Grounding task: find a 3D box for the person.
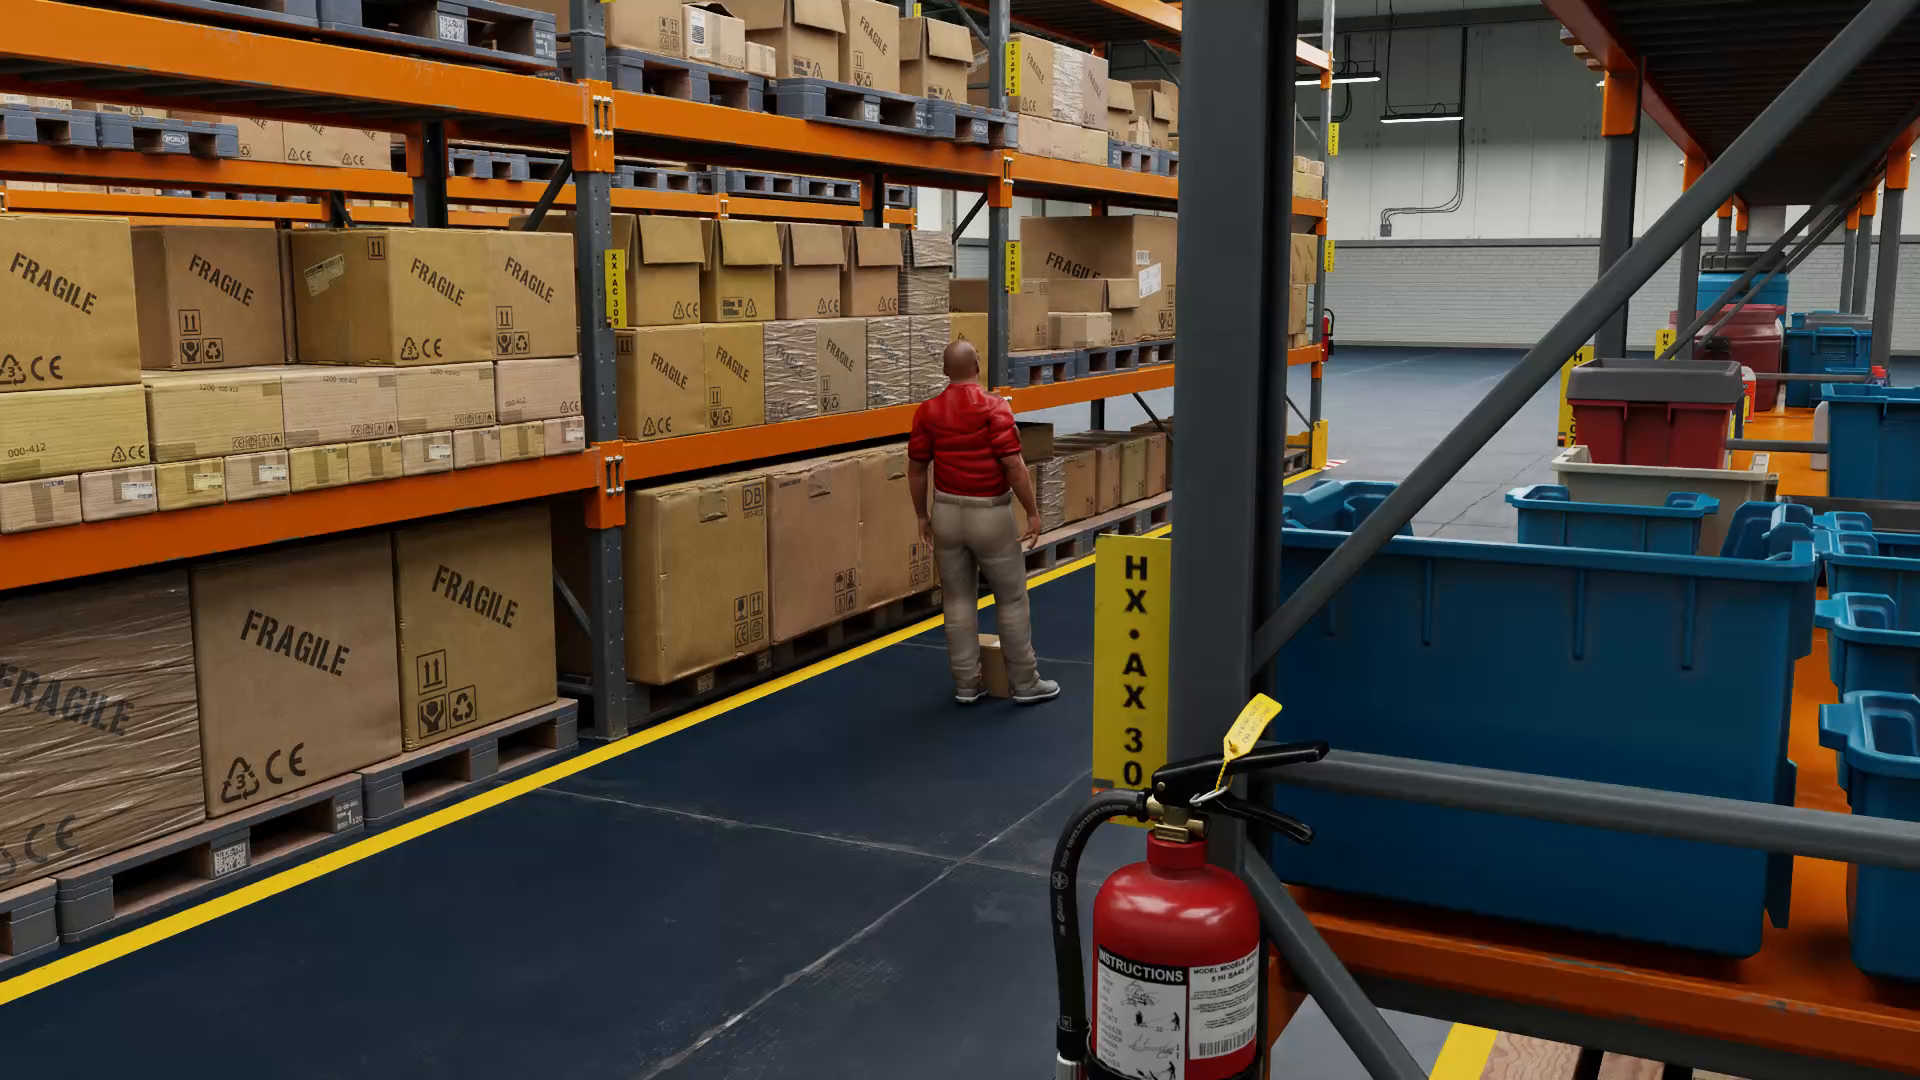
[{"bbox_3d":[0.109,-0.087,7.911,0.641,1.727,0.551,4,10,24],"label":"person"}]
